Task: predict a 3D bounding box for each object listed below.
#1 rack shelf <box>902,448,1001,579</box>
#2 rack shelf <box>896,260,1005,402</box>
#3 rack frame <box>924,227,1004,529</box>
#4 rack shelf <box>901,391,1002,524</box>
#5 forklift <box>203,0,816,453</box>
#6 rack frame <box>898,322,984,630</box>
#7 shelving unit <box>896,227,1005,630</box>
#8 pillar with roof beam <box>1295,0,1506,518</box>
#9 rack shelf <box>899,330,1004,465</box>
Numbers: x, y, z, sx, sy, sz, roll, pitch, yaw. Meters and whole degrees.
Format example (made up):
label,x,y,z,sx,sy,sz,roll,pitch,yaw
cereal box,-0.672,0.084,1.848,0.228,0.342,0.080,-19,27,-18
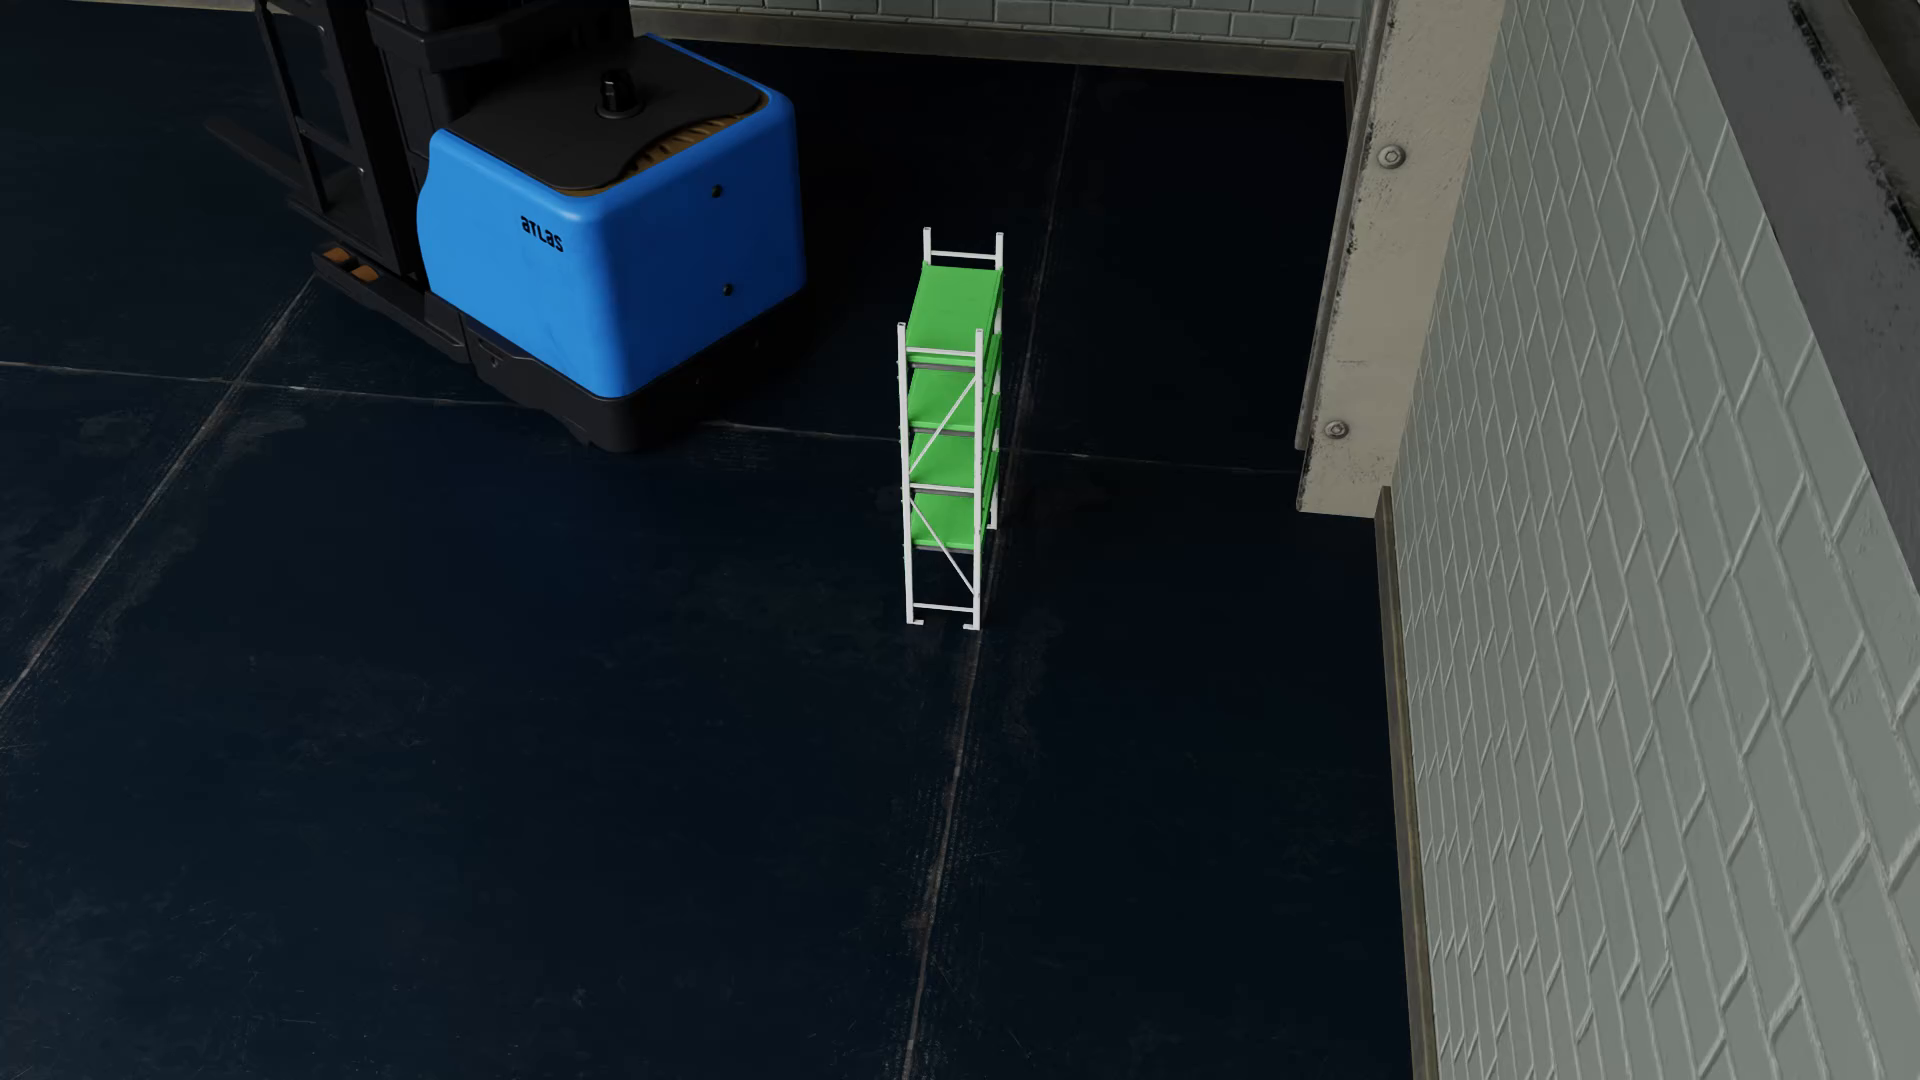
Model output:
label,x,y,z,sx,sy,sz,roll,pitch,yaw
rack shelf,-0.022,-0.102,5.427,0.258,0.148,0.480,5,44,6
rack shelf,-0.022,-0.625,4.932,0.258,0.148,0.480,5,44,6
rack frame,0.010,-0.489,5.394,0.240,1.200,0.015,5,44,6
rack shelf,-0.022,-0.276,5.262,0.258,0.148,0.480,5,44,6
forklift,-2.007,-2.251,5.996,3.031,2.935,1.130,31,51,29
rack frame,-0.054,-0.157,5.043,0.240,1.200,0.015,5,44,6
shelving unit,-0.022,-0.323,5.218,0.258,1.200,0.503,5,44,6
pillar with roof beam,-2.903,-3.882,3.305,9.100,9.000,0.400,5,44,6
rack shelf,-0.022,-0.451,5.097,0.258,0.148,0.480,5,44,6
